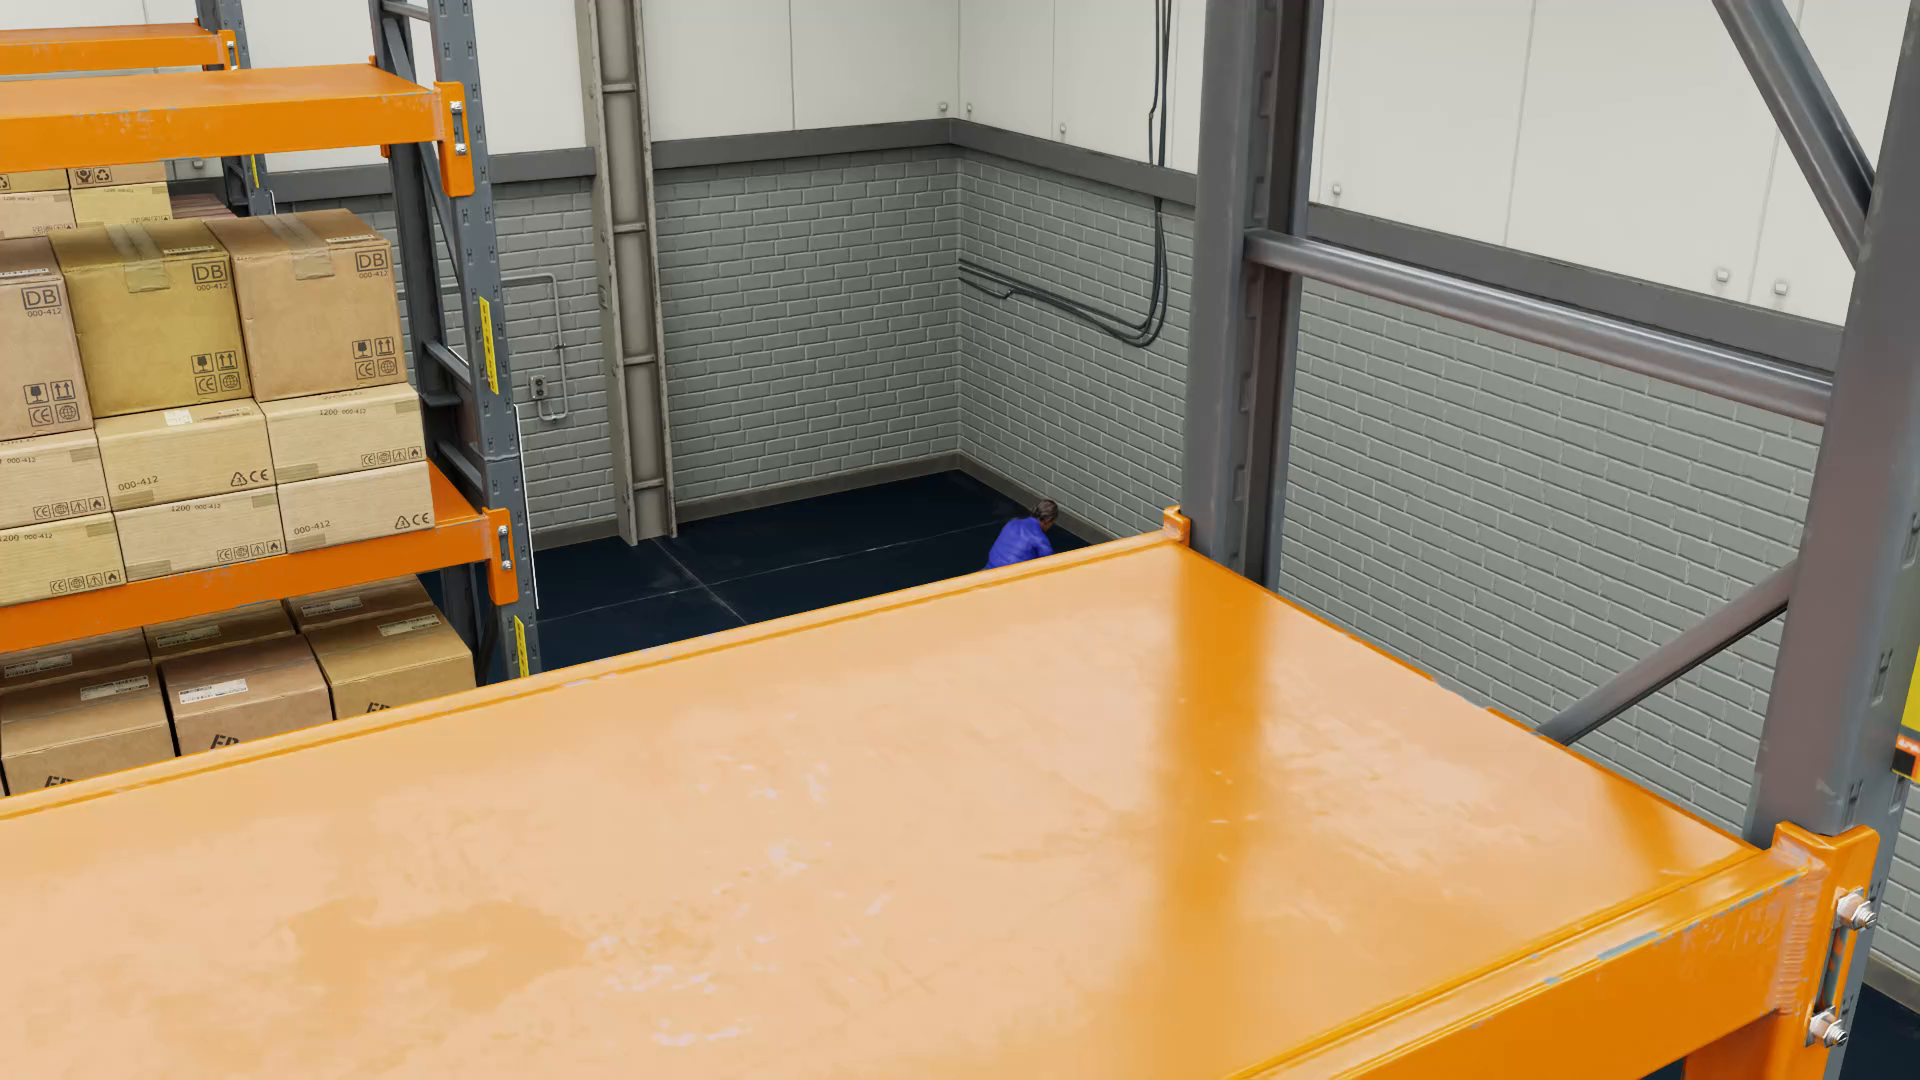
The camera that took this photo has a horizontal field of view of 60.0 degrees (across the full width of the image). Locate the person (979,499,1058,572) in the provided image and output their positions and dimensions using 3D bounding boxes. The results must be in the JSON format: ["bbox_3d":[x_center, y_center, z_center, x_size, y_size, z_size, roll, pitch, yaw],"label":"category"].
[{"bbox_3d":[0.460,0.204,11.591,0.826,0.925,0.489,-13,25,-28],"label":"person"}]
